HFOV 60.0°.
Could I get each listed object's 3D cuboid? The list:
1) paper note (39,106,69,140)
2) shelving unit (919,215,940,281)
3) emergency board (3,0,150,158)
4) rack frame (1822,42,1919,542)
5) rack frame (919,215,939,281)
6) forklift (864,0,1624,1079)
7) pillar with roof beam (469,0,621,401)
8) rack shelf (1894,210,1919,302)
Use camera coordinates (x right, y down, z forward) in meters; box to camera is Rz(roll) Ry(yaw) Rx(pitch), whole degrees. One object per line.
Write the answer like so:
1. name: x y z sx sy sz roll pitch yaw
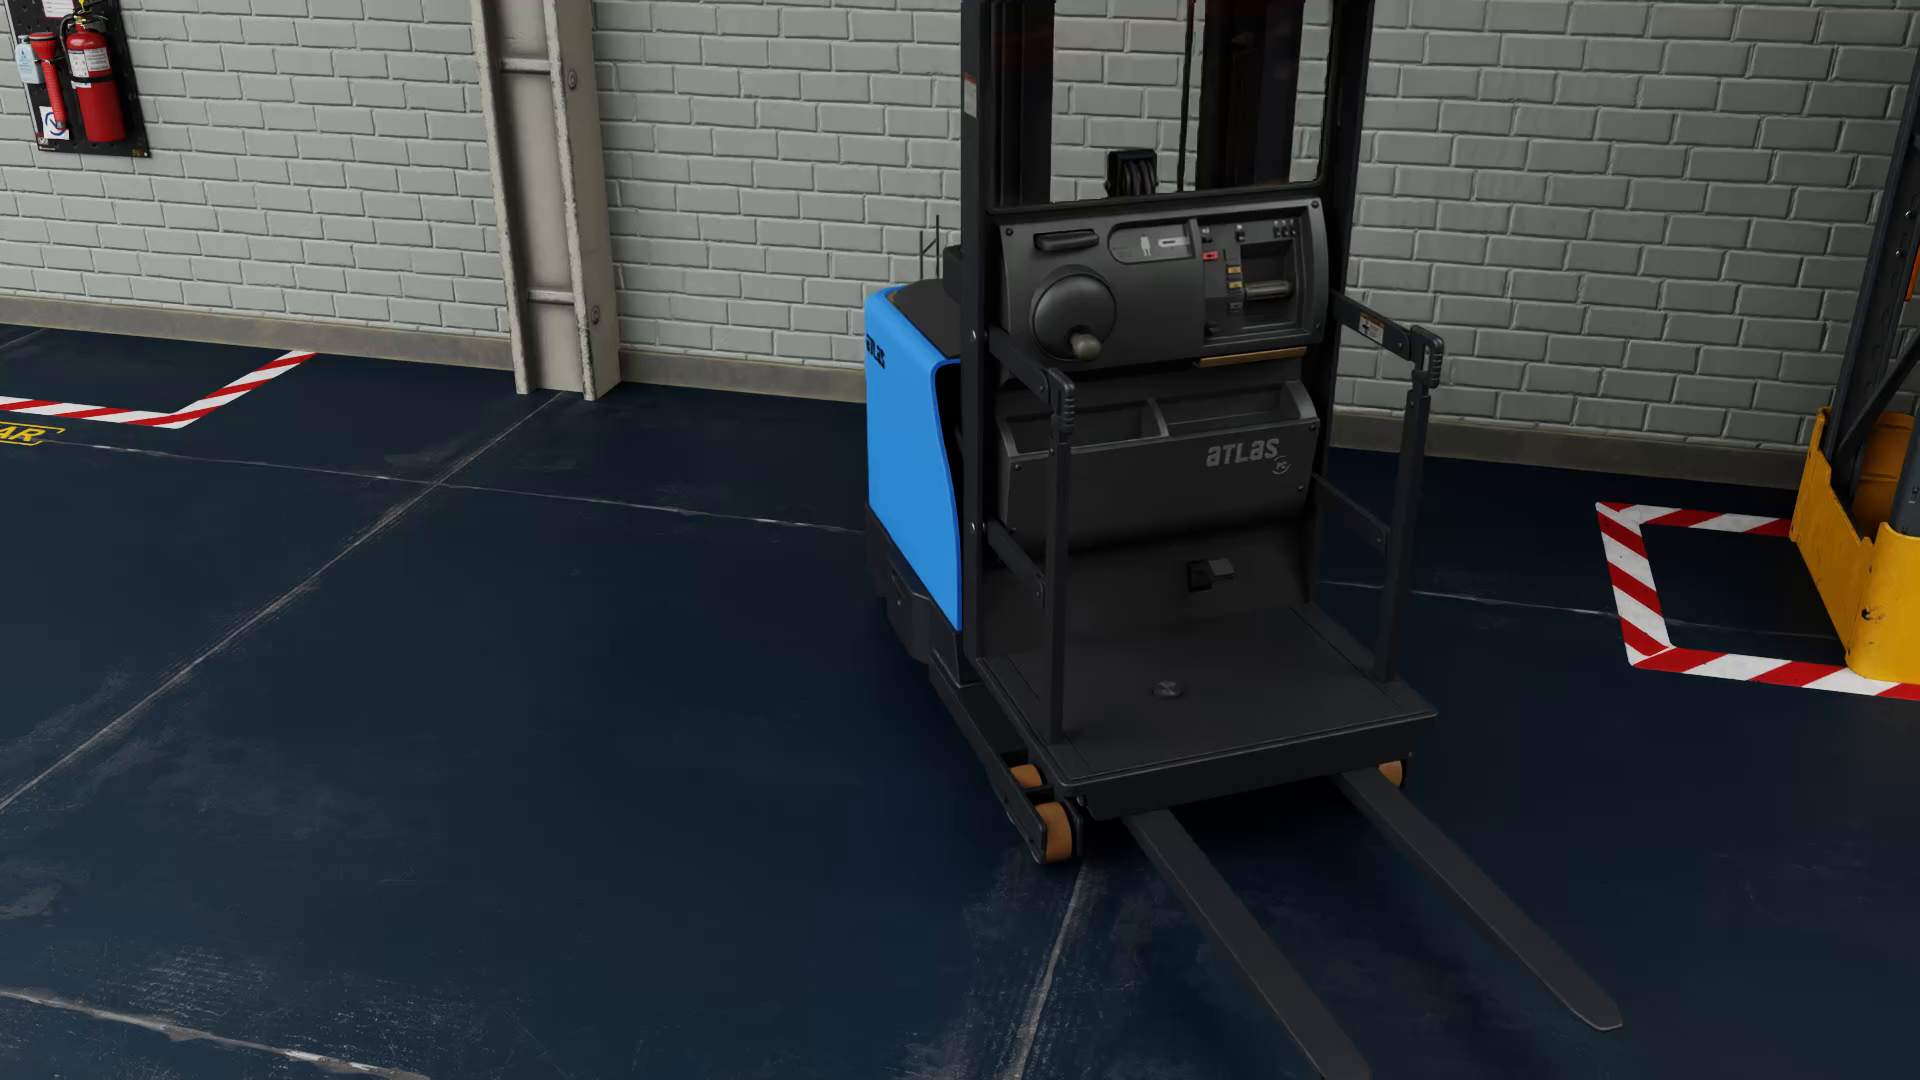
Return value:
1. paper note: -4.356 -2.005 7.997 0.142 0.148 0.016 6 26 13
2. shelving unit: -0.018 -0.548 6.005 0.189 1.200 0.258 6 26 13
3. emergency board: -4.202 -2.355 7.707 0.643 1.169 0.194 6 26 13
4. rack frame: 3.100 -1.147 5.170 0.127 3.000 1.000 6 26 13
5. rack frame: -0.107 -0.558 6.025 0.006 1.200 0.240 6 26 13
6. forklift: 0.620 -0.655 4.217 1.130 2.935 3.031 -8 27 -17
7. pillar with roof beam: -2.890 -2.991 2.064 0.400 9.000 9.100 6 26 13
8. rack shelf: 5.037 -0.608 4.875 4.000 0.370 1.077 6 26 13
